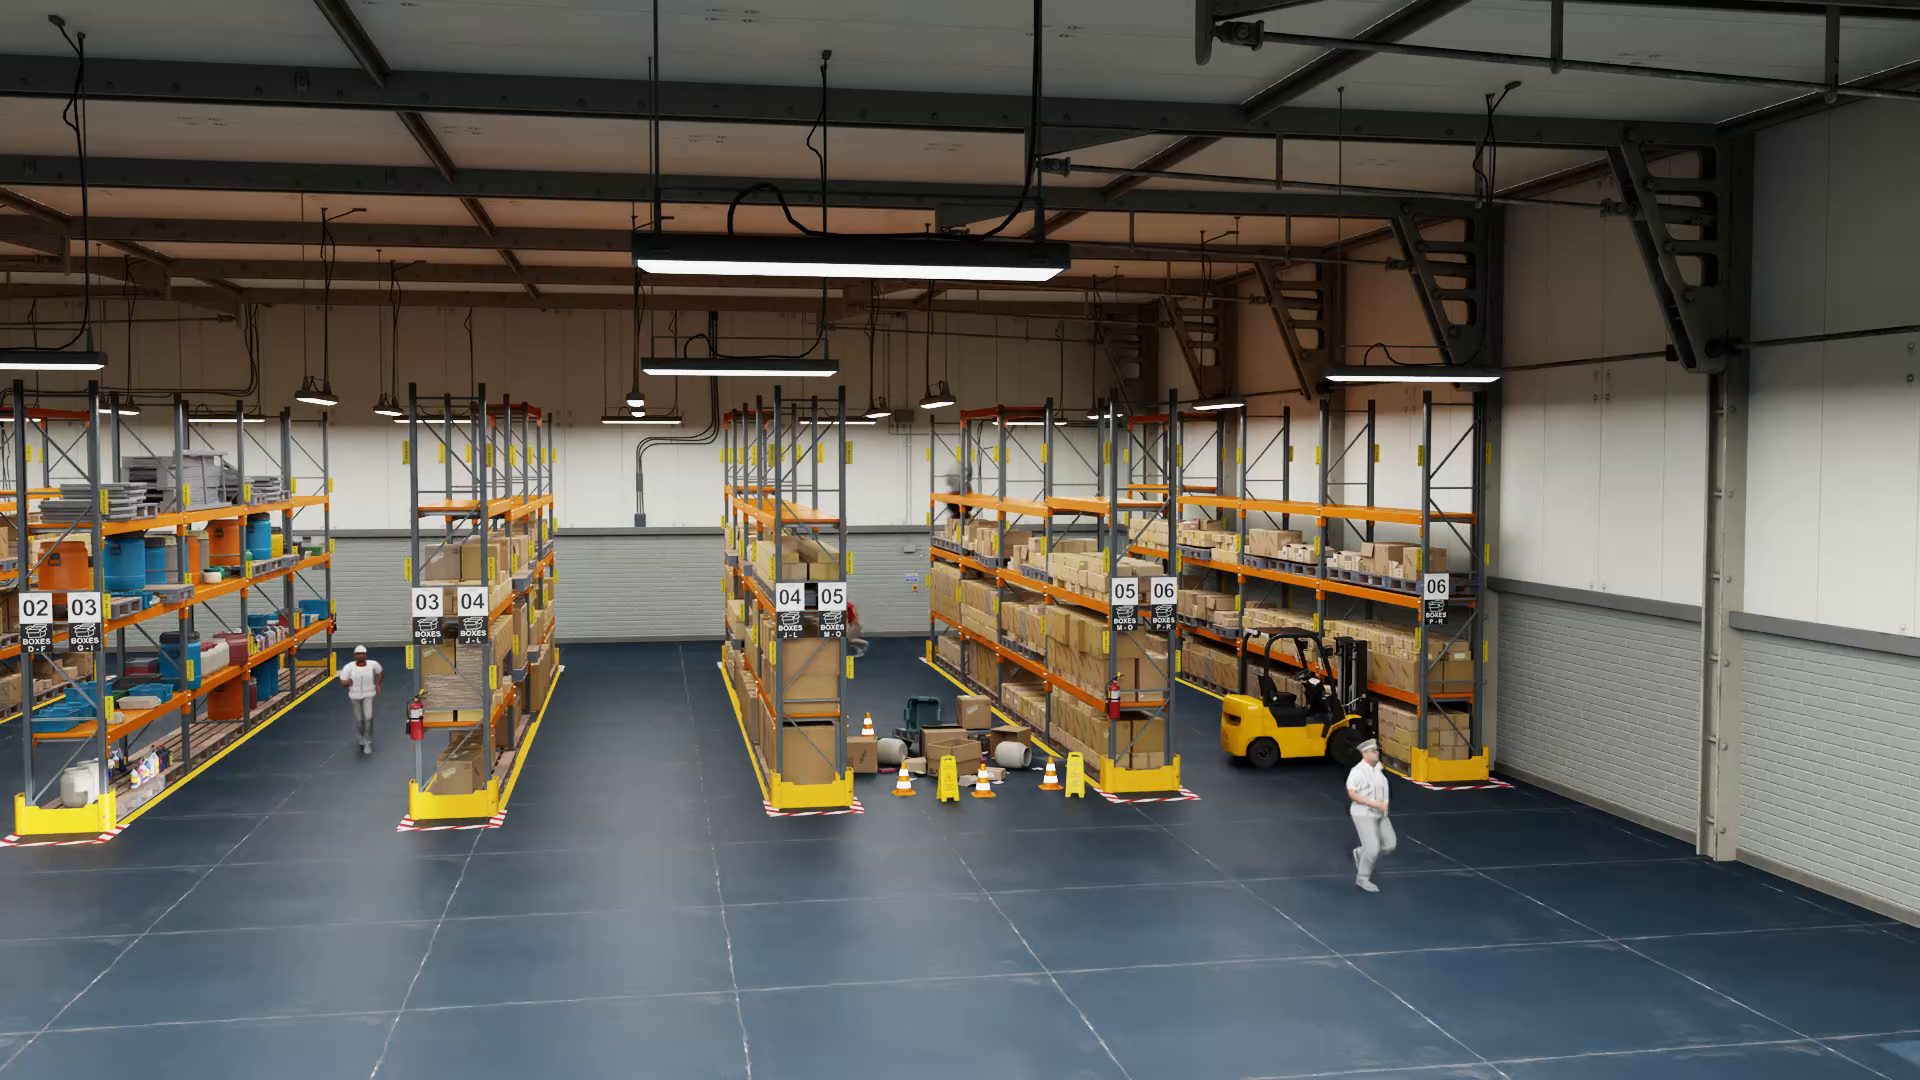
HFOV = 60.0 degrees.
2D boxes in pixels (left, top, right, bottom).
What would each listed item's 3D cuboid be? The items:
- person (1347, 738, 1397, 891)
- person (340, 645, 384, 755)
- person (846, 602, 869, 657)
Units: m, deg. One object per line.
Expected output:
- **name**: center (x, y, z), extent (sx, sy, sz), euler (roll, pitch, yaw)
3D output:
- **person**: center (4.753, 3.162, 19.214), extent (0.705, 1.741, 0.611), euler (-3, 4, -41)
- **person**: center (-10.141, 2.689, 28.161), extent (0.664, 1.824, 0.830), euler (-1, 3, -15)
- **person**: center (-2.687, 2.150, 41.265), extent (0.866, 1.573, 0.686), euler (0, 3, -7)
